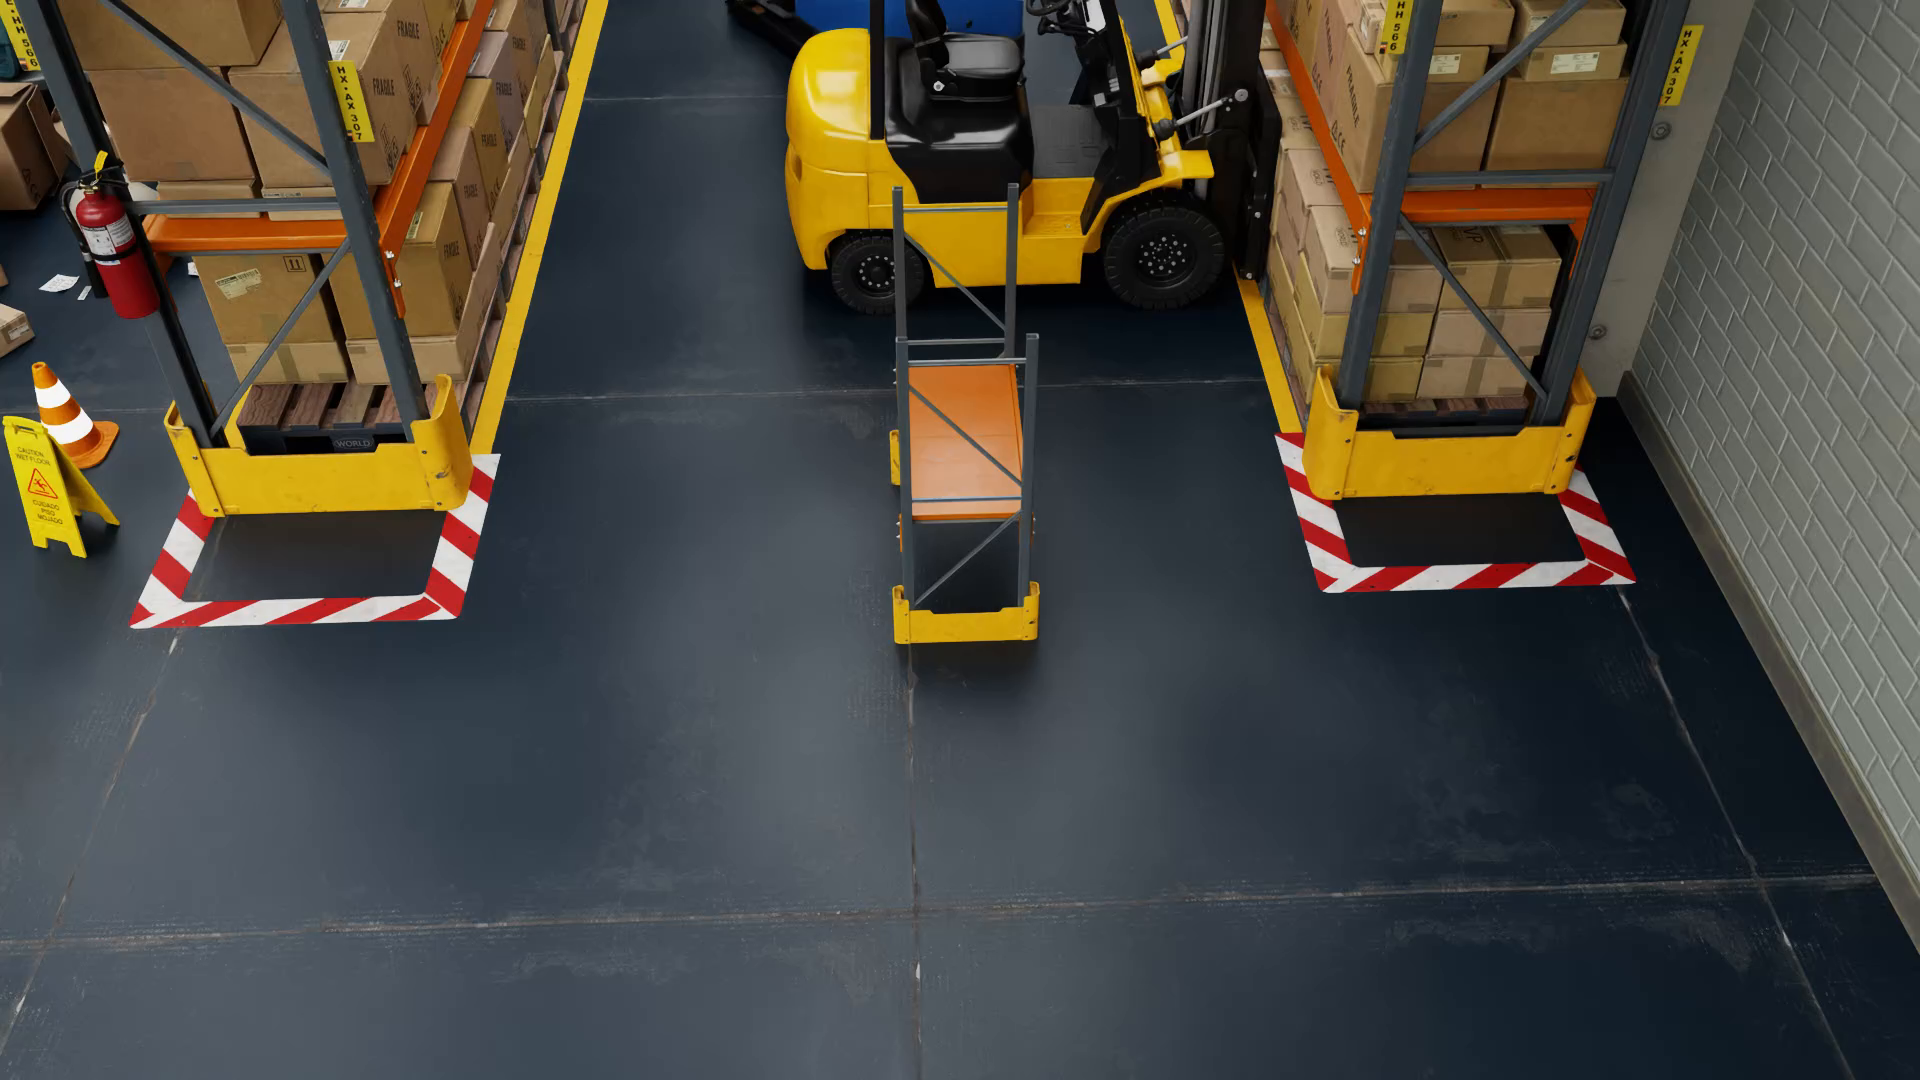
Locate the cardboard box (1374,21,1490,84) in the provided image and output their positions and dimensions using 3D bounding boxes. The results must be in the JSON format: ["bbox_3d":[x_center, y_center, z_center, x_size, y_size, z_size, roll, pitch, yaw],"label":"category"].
[{"bbox_3d":[1.865,-1.935,6.587,0.380,0.149,0.250,-1,43,-1],"label":"cardboard box"}]

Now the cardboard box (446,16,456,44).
[{"bbox_3d":[-2.624,-2.484,7.926,0.380,0.149,0.250,-3,43,-3],"label":"cardboard box"}]

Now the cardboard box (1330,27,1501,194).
[{"bbox_3d":[1.877,-1.794,6.914,0.500,0.500,0.500,-3,43,-3],"label":"cardboard box"}]

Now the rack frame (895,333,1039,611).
[{"bbox_3d":[0.025,-0.152,6.306,0.500,1.500,0.032,-2,43,-2],"label":"rack frame"}]

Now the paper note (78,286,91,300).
[{"bbox_3d":[-4.550,-1.285,8.645,0.032,0.001,0.123,-2,43,-2],"label":"paper note"}]

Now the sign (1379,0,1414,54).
[{"bbox_3d":[1.617,-1.941,6.115,0.100,0.325,0.005,-2,43,-2],"label":"sign"}]

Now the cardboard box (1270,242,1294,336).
[{"bbox_3d":[1.813,-1.218,8.083,0.500,0.250,0.500,-2,43,-2],"label":"cardboard box"}]

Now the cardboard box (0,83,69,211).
[{"bbox_3d":[-5.451,-2.162,9.136,0.797,0.637,0.503,-2,43,-2],"label":"cardboard box"}]

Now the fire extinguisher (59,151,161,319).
[{"bbox_3d":[-3.255,-1.169,6.362,0.296,0.674,0.183,-2,43,-2],"label":"fire extinguisher"}]

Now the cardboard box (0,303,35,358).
[{"bbox_3d":[-4.873,-1.063,8.300,0.380,0.149,0.250,19,46,20],"label":"cardboard box"}]

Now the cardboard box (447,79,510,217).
[{"bbox_3d":[-2.598,-1.966,8.344,0.500,0.500,0.500,-1,43,-1],"label":"cardboard box"}]

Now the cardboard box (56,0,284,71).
[{"bbox_3d":[-3.039,-2.141,6.332,0.700,0.500,0.500,-3,43,-3],"label":"cardboard box"}]

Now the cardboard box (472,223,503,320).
[{"bbox_3d":[-2.571,-1.326,8.201,0.500,0.250,0.500,0,43,0],"label":"cardboard box"}]

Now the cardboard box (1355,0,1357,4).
[{"bbox_3d":[1.875,-2.283,6.967,0.380,0.149,0.250,-1,43,-1],"label":"cardboard box"}]

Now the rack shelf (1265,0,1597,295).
[{"bbox_3d":[2.075,-2.518,8.309,1.077,0.370,4.000,-2,43,-2],"label":"rack shelf"}]

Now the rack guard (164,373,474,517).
[{"bbox_3d":[-2.802,-0.418,7.336,1.175,0.500,0.348,-2,43,-2],"label":"rack guard"}]

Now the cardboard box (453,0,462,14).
[{"bbox_3d":[-2.620,-2.799,7.789,0.500,0.500,0.500,-2,43,-3],"label":"cardboard box"}]

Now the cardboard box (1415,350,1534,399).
[{"bbox_3d":[2.335,-0.911,7.748,0.500,0.250,0.500,-1,43,-2],"label":"cardboard box"}]

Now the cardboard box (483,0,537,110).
[{"bbox_3d":[-2.652,-2.671,9.113,0.500,0.500,0.500,-1,43,-1],"label":"cardboard box"}]

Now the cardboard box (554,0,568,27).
[{"bbox_3d":[-2.994,-3.528,10.513,0.950,0.372,0.625,-1,43,-1],"label":"cardboard box"}]

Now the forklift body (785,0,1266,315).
[{"bbox_3d":[0.257,-2.348,8.219,2.313,2.155,1.214,-2,43,-2],"label":"forklift body"}]

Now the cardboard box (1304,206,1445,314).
[{"bbox_3d":[1.829,-1.244,7.372,0.500,0.250,0.500,0,43,0],"label":"cardboard box"}]

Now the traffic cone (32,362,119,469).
[{"bbox_3d":[-4.106,-0.606,7.569,0.336,0.463,0.334,-2,43,-2],"label":"traffic cone"}]

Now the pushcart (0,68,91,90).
[{"bbox_3d":[-5.245,-2.922,10.159,1.648,0.377,0.936,-16,45,-16],"label":"pushcart"}]

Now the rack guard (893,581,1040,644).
[{"bbox_3d":[0.024,0.296,6.743,0.587,0.250,0.087,-2,43,-2],"label":"rack guard"}]

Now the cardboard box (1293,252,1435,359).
[{"bbox_3d":[1.827,-1.078,7.560,0.500,0.250,0.500,-2,43,-2],"label":"cardboard box"}]

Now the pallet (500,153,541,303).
[{"bbox_3d":[-2.850,-1.682,8.929,1.003,0.211,1.213,-2,43,-2],"label":"pallet"}]

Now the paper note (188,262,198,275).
[{"bbox_3d":[-4.014,-1.451,8.810,0.142,0.019,0.148,-16,45,-16],"label":"paper note"}]

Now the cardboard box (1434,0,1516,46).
[{"bbox_3d":[1.934,-2.054,6.497,0.380,0.149,0.250,-2,43,-2],"label":"cardboard box"}]

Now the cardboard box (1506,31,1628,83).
[{"bbox_3d":[2.405,-1.945,6.598,0.380,0.149,0.250,-3,43,-3],"label":"cardboard box"}]

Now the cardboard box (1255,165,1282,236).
[{"bbox_3d":[1.774,-1.765,8.309,0.500,0.250,0.500,-3,43,-3],"label":"cardboard box"}]

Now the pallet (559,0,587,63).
[{"bbox_3d":[-3.003,-3.486,10.897,1.003,0.211,1.213,-2,43,-2],"label":"pallet"}]

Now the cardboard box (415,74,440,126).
[{"bbox_3d":[-2.527,-1.955,7.348,0.380,0.149,0.250,-1,43,-1],"label":"cardboard box"}]

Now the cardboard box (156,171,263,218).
[{"bbox_3d":[-3.029,-1.441,6.789,0.380,0.149,0.250,0,43,0],"label":"cardboard box"}]

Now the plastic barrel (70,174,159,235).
[{"bbox_3d":[-4.399,-1.689,8.779,0.512,0.421,0.421,27,49,27],"label":"plastic barrel"}]

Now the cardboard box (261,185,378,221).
[{"bbox_3d":[-2.607,-1.430,6.777,0.380,0.149,0.250,-1,43,-2],"label":"cardboard box"}]

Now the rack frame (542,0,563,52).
[{"bbox_3d":[-2.969,-3.988,9.381,1.000,3.000,0.127,-2,43,-2],"label":"rack frame"}]

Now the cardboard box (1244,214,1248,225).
[{"bbox_3d":[1.756,-1.906,8.834,0.500,0.250,0.500,0,43,0],"label":"cardboard box"}]

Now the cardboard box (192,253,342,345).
[{"bbox_3d":[-3.094,-1.239,7.551,0.500,0.500,0.500,-1,43,-2],"label":"cardboard box"}]

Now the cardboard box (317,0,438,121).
[{"bbox_3d":[-2.567,-2.112,7.040,0.500,0.500,0.500,0,43,0],"label":"cardboard box"}]

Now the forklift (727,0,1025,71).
[{"bbox_3d":[-0.871,-4.570,10.067,1.130,2.935,3.031,-26,48,-25],"label":"forklift"}]

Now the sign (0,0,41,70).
[{"bbox_3d":[-3.354,-1.829,5.934,0.100,0.325,0.005,-2,43,-2],"label":"sign"}]

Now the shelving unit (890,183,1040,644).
[{"bbox_3d":[0.003,-0.501,6.687,0.587,1.500,1.083,-2,43,-2],"label":"shelving unit"}]

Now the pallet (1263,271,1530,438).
[{"bbox_3d":[2.086,-0.920,8.097,1.003,0.211,1.213,-2,43,-2],"label":"pallet"}]

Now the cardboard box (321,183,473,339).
[{"bbox_3d":[-2.559,-1.274,7.589,0.500,0.500,0.500,-3,43,-3],"label":"cardboard box"}]

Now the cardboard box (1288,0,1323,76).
[{"bbox_3d":[1.842,-2.491,7.673,0.500,0.500,0.500,-2,43,-3],"label":"cardboard box"}]

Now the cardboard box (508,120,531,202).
[{"bbox_3d":[-2.626,-2.035,8.975,0.500,0.250,0.500,-1,43,-1],"label":"cardboard box"}]

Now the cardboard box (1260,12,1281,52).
[{"bbox_3d":[1.741,-2.626,8.879,0.500,0.250,0.500,0,43,0],"label":"cardboard box"}]

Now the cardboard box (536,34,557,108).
[{"bbox_3d":[-2.675,-2.738,9.741,0.500,0.250,0.500,0,43,0],"label":"cardboard box"}]

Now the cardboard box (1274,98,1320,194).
[{"bbox_3d":[1.770,-1.929,8.119,0.500,0.250,0.500,-1,43,-1],"label":"cardboard box"}]
